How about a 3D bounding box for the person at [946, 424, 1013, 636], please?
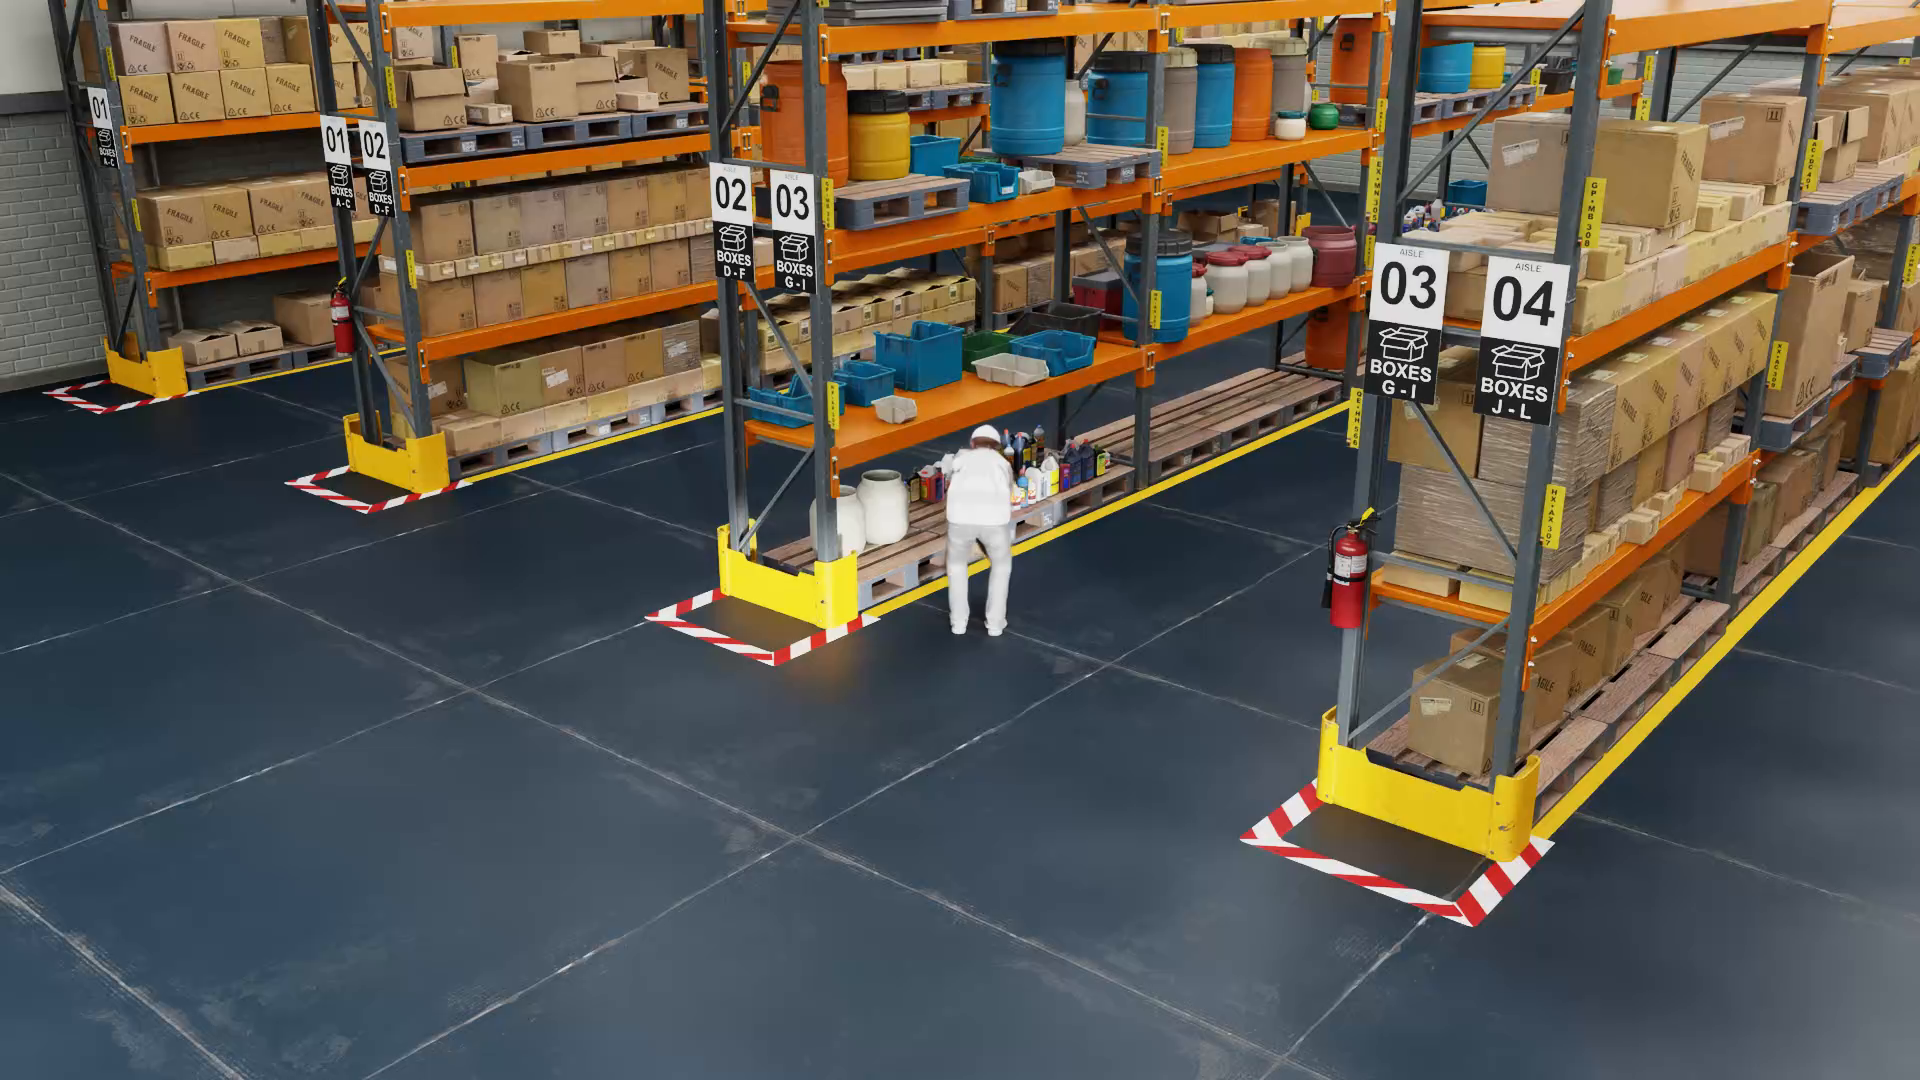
[{"bbox_3d":[0.146,-0.075,11.864,0.462,1.349,0.937,2,20,4],"label":"person"}]
